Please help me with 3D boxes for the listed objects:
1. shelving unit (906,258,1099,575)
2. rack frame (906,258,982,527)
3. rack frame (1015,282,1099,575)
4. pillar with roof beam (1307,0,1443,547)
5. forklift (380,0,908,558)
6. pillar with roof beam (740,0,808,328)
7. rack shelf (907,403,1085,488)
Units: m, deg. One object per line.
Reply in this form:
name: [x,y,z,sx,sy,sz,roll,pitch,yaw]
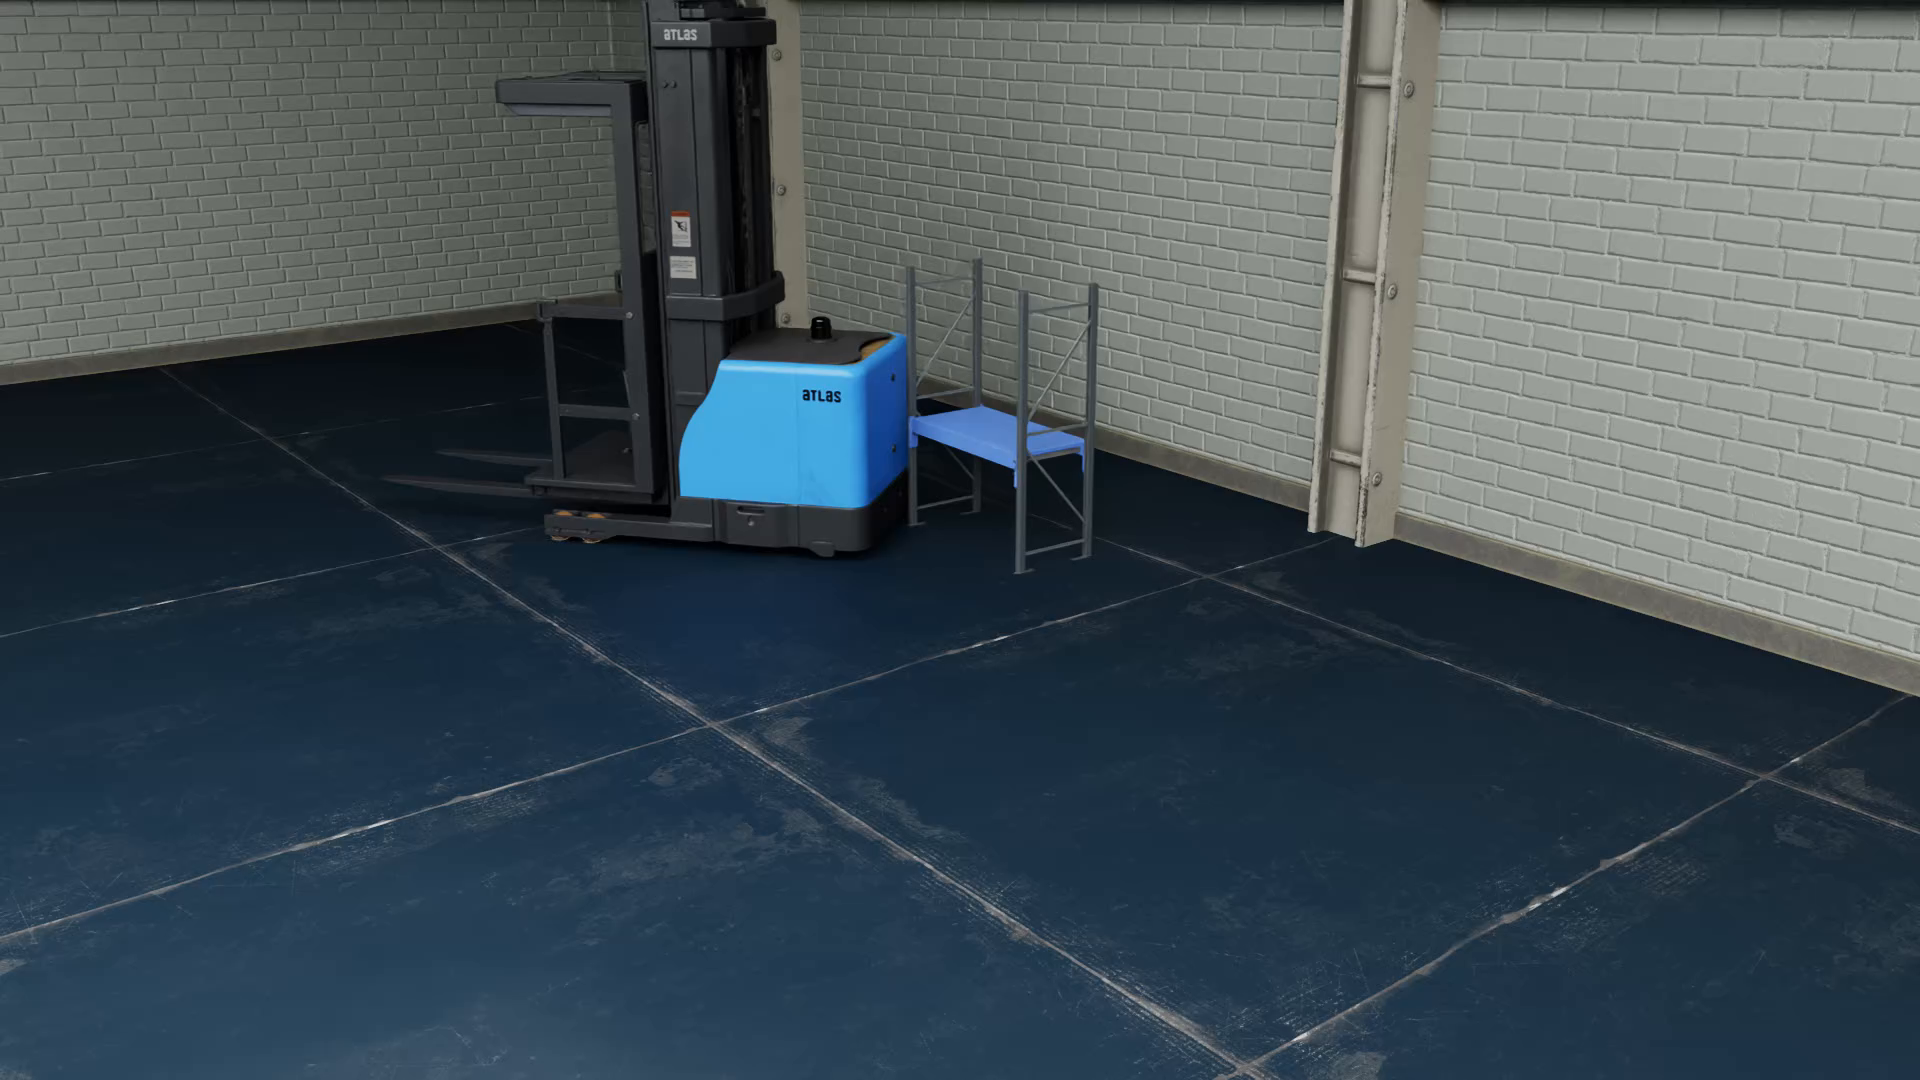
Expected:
shelving unit: [0.209,-0.704,9.104,0.538,1.500,1.048,-13,22,-34]
rack frame: [-0.087,-0.834,9.496,0.500,1.500,0.032,-13,22,-34]
rack frame: [0.506,-0.575,8.712,0.500,1.500,0.032,-13,22,-34]
pillar with roof beam: [-1.144,-3.468,5.520,9.100,9.000,0.400,-14,23,-36]
forklift: [-1.848,-1.526,9.309,3.031,2.935,1.130,4,19,13]
pillar with roof beam: [-4.870,-4.946,9.984,9.100,9.000,0.400,-14,23,-36]
rack shelf: [0.209,-0.534,9.160,0.538,0.185,1.000,-13,22,-34]
